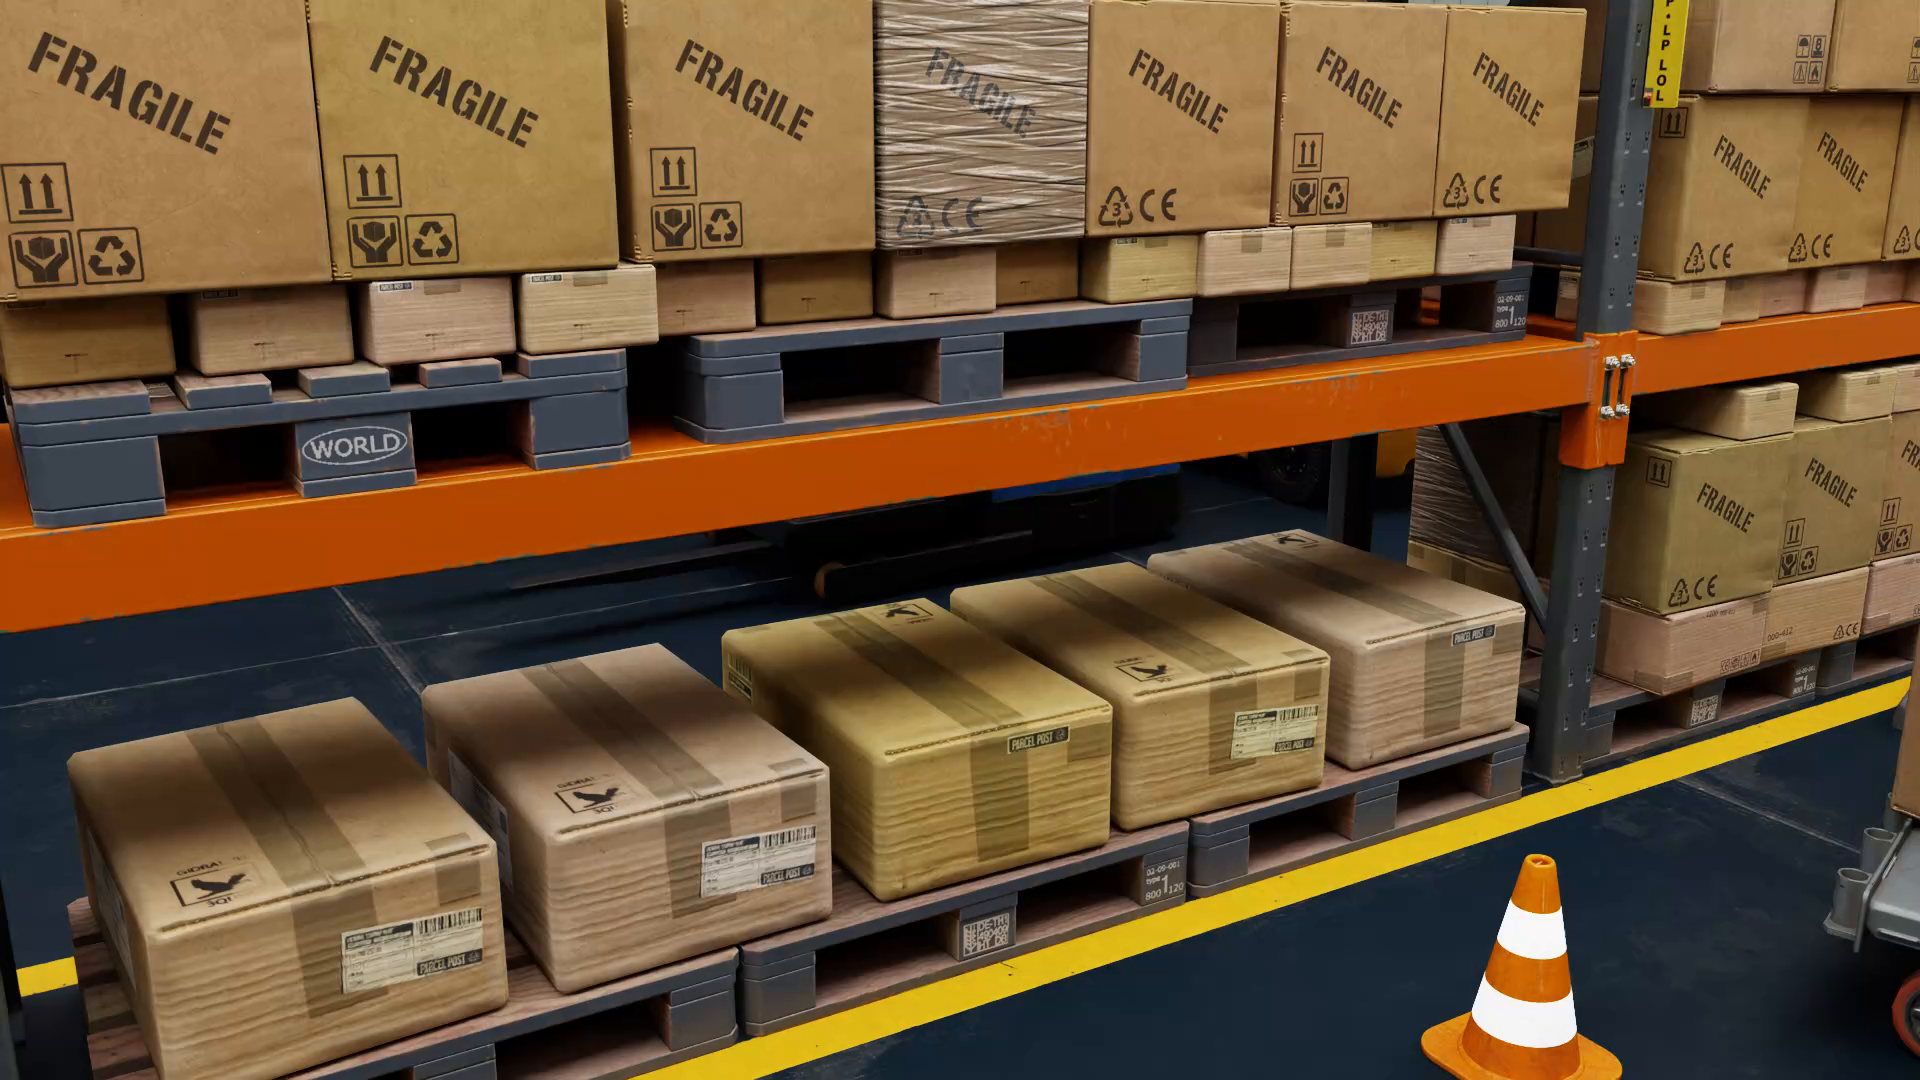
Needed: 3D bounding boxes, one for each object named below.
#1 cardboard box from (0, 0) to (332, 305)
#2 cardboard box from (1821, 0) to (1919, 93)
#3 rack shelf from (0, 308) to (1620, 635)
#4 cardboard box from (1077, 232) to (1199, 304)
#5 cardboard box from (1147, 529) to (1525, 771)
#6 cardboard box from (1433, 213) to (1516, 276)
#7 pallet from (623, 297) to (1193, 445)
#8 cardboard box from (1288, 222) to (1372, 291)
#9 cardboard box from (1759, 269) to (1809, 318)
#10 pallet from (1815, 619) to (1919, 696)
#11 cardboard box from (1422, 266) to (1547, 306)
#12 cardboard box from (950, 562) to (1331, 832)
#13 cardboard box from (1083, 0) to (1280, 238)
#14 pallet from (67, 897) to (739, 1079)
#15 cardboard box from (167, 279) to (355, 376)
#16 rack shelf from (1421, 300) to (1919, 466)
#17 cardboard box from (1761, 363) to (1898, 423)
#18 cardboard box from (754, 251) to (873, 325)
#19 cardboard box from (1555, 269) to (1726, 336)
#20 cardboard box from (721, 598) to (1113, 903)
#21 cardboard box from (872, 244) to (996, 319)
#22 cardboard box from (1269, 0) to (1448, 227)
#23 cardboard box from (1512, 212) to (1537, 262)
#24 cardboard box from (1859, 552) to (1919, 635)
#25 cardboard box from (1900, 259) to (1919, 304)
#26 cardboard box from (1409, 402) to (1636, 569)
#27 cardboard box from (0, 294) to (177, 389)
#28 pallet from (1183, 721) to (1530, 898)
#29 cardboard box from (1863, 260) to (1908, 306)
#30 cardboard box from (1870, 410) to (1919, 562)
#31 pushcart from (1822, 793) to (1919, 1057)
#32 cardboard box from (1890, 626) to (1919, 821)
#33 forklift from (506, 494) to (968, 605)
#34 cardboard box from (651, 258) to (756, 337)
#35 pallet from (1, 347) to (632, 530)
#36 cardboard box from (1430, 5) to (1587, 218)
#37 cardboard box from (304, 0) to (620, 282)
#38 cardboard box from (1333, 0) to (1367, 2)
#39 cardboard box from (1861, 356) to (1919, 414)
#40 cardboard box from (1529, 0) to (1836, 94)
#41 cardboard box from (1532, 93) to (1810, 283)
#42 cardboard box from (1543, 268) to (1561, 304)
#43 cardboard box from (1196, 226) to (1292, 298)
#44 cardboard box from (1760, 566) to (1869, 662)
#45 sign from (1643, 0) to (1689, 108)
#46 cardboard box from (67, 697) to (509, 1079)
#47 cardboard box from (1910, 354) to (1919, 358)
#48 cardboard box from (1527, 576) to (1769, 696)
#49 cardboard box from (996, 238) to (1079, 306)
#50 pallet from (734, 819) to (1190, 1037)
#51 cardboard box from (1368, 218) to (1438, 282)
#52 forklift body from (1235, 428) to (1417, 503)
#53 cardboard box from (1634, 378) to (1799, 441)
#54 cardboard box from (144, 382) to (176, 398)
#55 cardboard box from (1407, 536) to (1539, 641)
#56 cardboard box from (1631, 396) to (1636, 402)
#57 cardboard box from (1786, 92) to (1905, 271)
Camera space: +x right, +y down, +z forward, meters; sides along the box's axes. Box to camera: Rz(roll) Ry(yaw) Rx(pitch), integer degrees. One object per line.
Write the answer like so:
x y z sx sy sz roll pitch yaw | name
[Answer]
-1.402 -0.693 2.811 0.500 0.500 0.500 -10 18 -31 | cardboard box
2.460 -1.596 4.958 0.500 0.500 0.700 -9 18 -29 | cardboard box
-0.192 -0.222 3.978 4.000 0.370 1.077 -9 18 -30 | rack shelf
0.341 -0.654 3.873 0.250 0.149 0.380 -9 18 -30 | cardboard box
1.074 0.290 4.908 0.625 0.372 0.950 -9 18 -29 | cardboard box
1.223 -0.792 4.367 0.250 0.149 0.380 -9 18 -29 | cardboard box
-0.231 -0.483 3.930 1.213 0.211 1.003 -9 18 -30 | pallet
0.786 -0.716 4.093 0.250 0.149 0.380 -10 18 -31 | cardboard box
2.359 -0.786 5.123 0.250 0.149 0.380 -9 18 -30 | cardboard box
3.127 0.224 6.220 1.213 0.211 1.003 -9 18 -30 | pallet
1.641 -0.841 5.317 0.250 0.149 0.380 -9 18 -30 | cardboard box
0.459 0.391 4.549 0.625 0.372 0.950 -8 18 -26 | cardboard box
0.375 -0.983 3.846 0.500 0.500 0.500 -9 18 -28 | cardboard box
-1.236 0.944 3.651 1.213 0.211 1.003 -9 18 -30 | pallet
-1.273 -0.405 2.986 0.250 0.149 0.380 -11 19 -33 | cardboard box
3.237 -0.778 5.961 4.000 0.370 1.077 -9 18 -30 | rack shelf
2.745 -0.493 5.337 0.250 0.149 0.380 -8 18 -28 | cardboard box
-0.379 -0.566 3.559 0.250 0.149 0.380 -8 18 -28 | cardboard box
1.957 -0.695 4.798 0.250 0.149 0.380 -9 18 -30 | cardboard box
-0.136 0.488 4.203 0.625 0.372 0.950 -9 18 -28 | cardboard box
-0.122 -0.587 3.635 0.250 0.149 0.380 -9 18 -28 | cardboard box
0.820 -1.054 4.097 0.500 0.500 0.500 -9 18 -29 | cardboard box
1.775 -1.157 5.244 0.500 0.500 0.500 -10 18 -31 | cardboard box
3.072 0.105 5.796 0.500 0.250 0.500 -9 18 -30 | cardboard box
3.059 -0.871 5.424 0.250 0.149 0.380 -9 18 -29 | cardboard box
1.891 -0.230 5.600 0.500 0.500 0.500 -9 18 -30 | cardboard box
-1.532 -0.374 2.874 0.250 0.149 0.380 -10 19 -33 | cardboard box
0.856 0.605 4.861 1.213 0.211 1.003 -9 18 -30 | pallet
2.802 -0.857 5.375 0.250 0.149 0.380 -9 18 -30 | cardboard box
3.065 -0.254 5.686 0.500 0.500 0.500 -8 18 -27 | cardboard box
2.739 0.937 3.369 1.648 0.377 0.936 12 20 37 | pushcart
2.465 0.400 3.653 0.500 0.500 0.500 -9 18 -30 | cardboard box
-0.525 -1.320 6.690 3.031 2.935 1.121 -10 19 -32 | forklift
-0.601 -0.518 3.387 0.250 0.149 0.380 -8 18 -26 | cardboard box
-1.351 -0.322 3.356 1.003 0.211 1.213 -9 18 -30 | pallet
1.244 -1.123 4.344 0.500 0.500 0.500 -10 18 -31 | cardboard box
-0.959 -0.767 3.075 0.500 0.500 0.500 -8 18 -27 | cardboard box
0.937 -1.569 4.733 0.250 0.149 0.380 -9 18 -30 | cardboard box
2.974 -0.531 5.473 0.250 0.149 0.380 -8 18 -27 | cardboard box
2.011 -1.530 4.723 0.500 0.500 0.700 -9 18 -30 | cardboard box
2.043 -1.035 4.807 0.500 0.500 0.500 -9 18 -30 | cardboard box
1.851 -0.877 5.447 0.250 0.149 0.380 -9 18 -28 | cardboard box
0.569 -0.679 3.964 0.250 0.149 0.380 -9 18 -29 | cardboard box
2.619 0.179 5.531 0.500 0.250 0.500 -8 18 -27 | cardboard box
1.811 -1.276 4.260 0.005 0.325 0.100 -9 18 -30 | sign
-1.417 0.696 3.459 0.625 0.372 0.950 -11 19 -33 | cardboard box
3.651 -0.517 6.622 0.500 0.500 0.500 -10 19 -32 | cardboard box
2.167 0.256 5.257 0.500 0.250 0.500 -10 19 -32 | cardboard box
0.063 -0.641 3.827 0.250 0.149 0.380 -10 18 -32 | cardboard box
-0.191 0.775 4.253 1.213 0.211 1.003 -9 18 -30 | pallet
0.988 -0.760 4.250 0.250 0.149 0.380 -10 18 -31 | cardboard box
1.706 -1.456 8.619 1.214 2.155 2.313 -9 18 -30 | forklift body
2.305 -0.421 5.080 0.250 0.149 0.380 -9 18 -29 | cardboard box
-3.924 -0.581 7.546 0.625 0.625 0.875 -9 18 -28 | cardboard box
1.891 0.131 5.702 0.500 0.250 0.500 -8 18 -27 | cardboard box
2.326 -0.301 5.854 0.500 0.500 0.500 -9 18 -29 | cardboard box
2.461 -1.110 5.075 0.500 0.500 0.500 -9 18 -30 | cardboard box
